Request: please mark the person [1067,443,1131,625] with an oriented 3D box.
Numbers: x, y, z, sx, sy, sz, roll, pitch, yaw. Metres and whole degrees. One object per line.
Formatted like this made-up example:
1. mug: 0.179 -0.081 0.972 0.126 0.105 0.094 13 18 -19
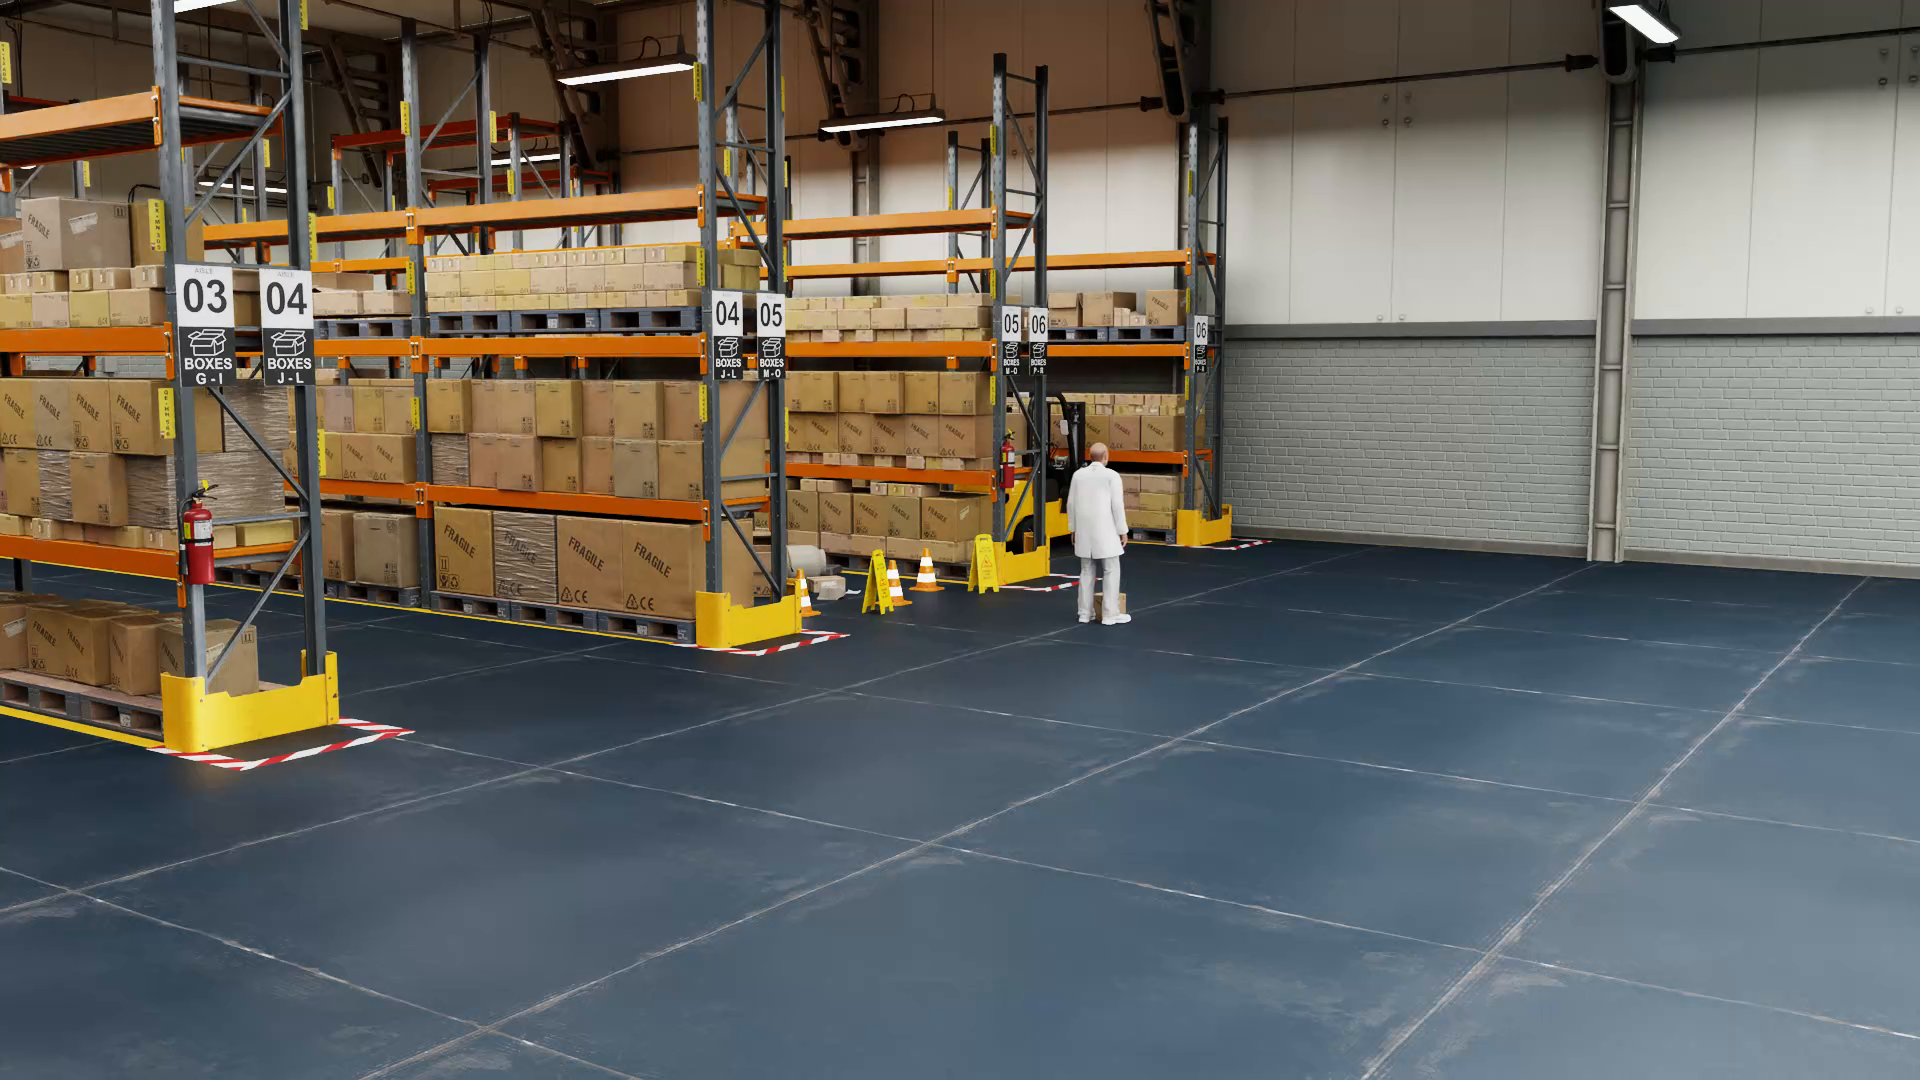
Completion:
1. person: 1.360 -0.069 16.402 0.650 1.774 0.417 4 7 33
